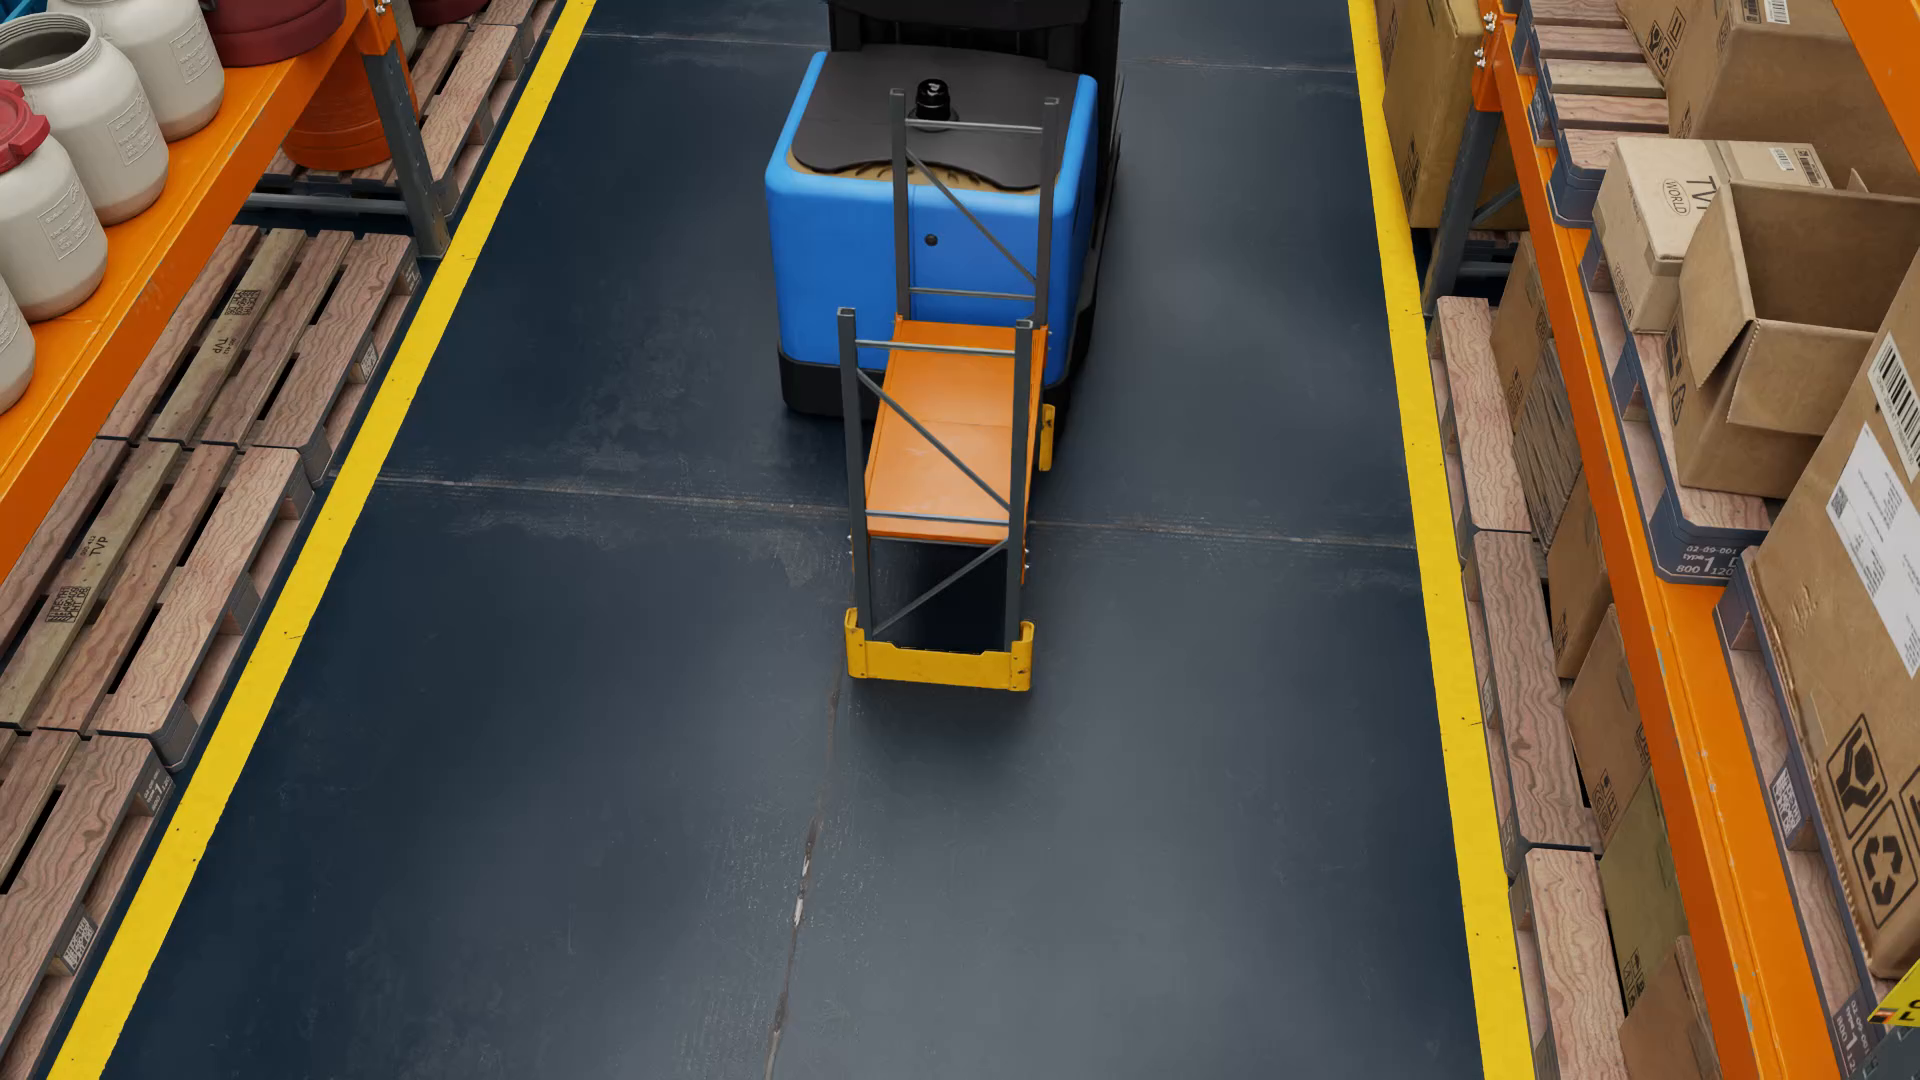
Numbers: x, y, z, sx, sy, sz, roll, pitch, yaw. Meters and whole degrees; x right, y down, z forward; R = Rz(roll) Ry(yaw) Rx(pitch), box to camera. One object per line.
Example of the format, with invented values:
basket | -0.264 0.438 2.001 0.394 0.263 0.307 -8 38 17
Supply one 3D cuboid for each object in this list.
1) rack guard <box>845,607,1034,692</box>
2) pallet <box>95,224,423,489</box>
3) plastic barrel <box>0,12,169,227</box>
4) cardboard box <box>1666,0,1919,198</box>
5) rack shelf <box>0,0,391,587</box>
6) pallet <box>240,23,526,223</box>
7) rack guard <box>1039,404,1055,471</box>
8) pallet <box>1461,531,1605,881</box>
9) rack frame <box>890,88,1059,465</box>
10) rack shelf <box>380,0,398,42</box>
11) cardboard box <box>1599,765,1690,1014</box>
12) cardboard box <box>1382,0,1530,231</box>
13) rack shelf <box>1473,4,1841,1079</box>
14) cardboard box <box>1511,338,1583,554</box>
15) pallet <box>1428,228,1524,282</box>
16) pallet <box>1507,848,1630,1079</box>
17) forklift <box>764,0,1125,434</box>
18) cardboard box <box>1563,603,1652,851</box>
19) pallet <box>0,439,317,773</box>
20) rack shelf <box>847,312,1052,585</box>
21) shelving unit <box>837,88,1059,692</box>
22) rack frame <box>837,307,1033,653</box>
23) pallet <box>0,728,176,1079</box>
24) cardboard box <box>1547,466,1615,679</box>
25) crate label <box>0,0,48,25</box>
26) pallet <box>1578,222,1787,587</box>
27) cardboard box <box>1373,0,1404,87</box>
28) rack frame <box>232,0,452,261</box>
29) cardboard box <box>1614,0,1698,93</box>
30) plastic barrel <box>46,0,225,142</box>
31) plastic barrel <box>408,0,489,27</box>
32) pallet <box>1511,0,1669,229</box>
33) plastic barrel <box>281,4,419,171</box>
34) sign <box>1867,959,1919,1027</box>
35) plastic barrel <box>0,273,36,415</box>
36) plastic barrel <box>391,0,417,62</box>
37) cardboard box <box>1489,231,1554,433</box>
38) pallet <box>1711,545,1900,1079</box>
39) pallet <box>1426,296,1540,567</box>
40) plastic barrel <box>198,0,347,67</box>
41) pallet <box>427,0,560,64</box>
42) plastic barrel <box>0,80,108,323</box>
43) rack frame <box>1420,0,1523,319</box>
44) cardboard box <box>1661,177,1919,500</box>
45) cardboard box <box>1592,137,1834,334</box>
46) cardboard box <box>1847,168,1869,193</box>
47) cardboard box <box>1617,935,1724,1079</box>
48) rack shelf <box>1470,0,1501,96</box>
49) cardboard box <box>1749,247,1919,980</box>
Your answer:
rack guard | -0.065 0.347 5.262 0.587 0.250 0.087 5 48 4
pallet | -2.715 -0.724 6.269 1.003 0.211 1.213 4 48 4
plastic barrel | -2.525 -1.190 4.730 0.421 0.512 0.421 0 48 0
cardboard box | 2.366 -1.258 4.515 0.700 0.500 0.500 10 48 9
rack shelf | -2.788 -0.519 4.680 1.077 0.370 4.000 4 48 4
pallet | -2.575 -1.873 7.320 1.003 0.211 1.213 4 48 4
rack guard | 0.039 -0.384 5.931 0.587 0.250 0.087 5 48 4
pallet | 2.140 0.510 5.140 1.003 0.211 1.213 4 48 4
rack frame | 0.041 -0.806 5.470 0.500 1.500 0.032 5 48 4
rack shelf | -2.423 -3.459 7.368 1.077 0.370 4.000 4 48 4
cardboard box | 2.102 0.937 4.256 0.700 0.500 0.500 4 48 3
cardboard box | 2.410 -1.829 6.545 1.225 0.875 0.875 2 48 2
rack shelf | 2.144 -0.186 4.375 1.077 0.370 4.000 4 48 4
cardboard box | 2.248 -0.301 5.389 0.700 0.500 0.500 0 48 0
pallet | 2.474 -1.532 7.008 1.003 0.211 1.213 4 48 4
pallet | 2.032 1.409 4.318 1.003 0.211 1.213 4 48 4
forklift | 0.091 -2.458 6.012 1.130 2.935 3.031 7 48 6
cardboard box | 2.152 0.526 4.632 0.700 0.500 0.500 0 48 0
pallet | -2.829 0.170 5.452 1.003 0.211 1.213 4 48 4
rack shelf | -0.013 -0.312 5.262 0.538 0.185 1.000 5 48 4
shelving unit | -0.011 -0.440 5.135 0.587 1.500 1.083 5 48 4
rack frame | -0.066 -0.060 4.788 0.500 1.500 0.032 5 48 4
pallet | -2.937 1.069 4.629 1.003 0.211 1.213 4 48 4
cardboard box | 2.203 0.116 5.007 0.700 0.500 0.500 7 48 7
crate label | -2.965 -1.532 5.094 0.502 0.435 0.616 4 48 4
pallet | 2.187 -0.377 4.192 1.003 0.211 1.213 4 48 4
cardboard box | 2.499 -2.484 7.144 1.225 0.875 0.875 4 48 4
rack frame | -2.606 -2.232 5.759 1.000 3.000 0.127 4 48 4
cardboard box | 2.317 -1.675 4.897 0.500 0.500 0.500 -1 48 -1
plastic barrel | -2.487 -1.499 5.013 0.421 0.512 0.421 0 48 0
plastic barrel | -2.475 -2.750 7.582 0.600 0.588 0.708 4 48 4
pallet | 2.368 -1.303 5.039 1.213 0.211 1.003 4 48 4
plastic barrel | -2.578 -2.002 6.734 0.600 0.830 0.708 4 48 4
sign | 1.409 0.615 2.370 0.100 0.325 0.005 4 48 4
plastic barrel | -2.598 -0.566 4.143 0.433 0.535 0.433 0 48 0
plastic barrel | -2.616 -2.316 7.236 0.421 0.512 0.421 0 48 0
cardboard box | 2.286 -0.710 5.762 0.700 0.500 0.500 2 48 1
pallet | 2.177 0.553 3.341 1.003 0.211 1.213 4 48 4
pallet | 2.254 -0.384 5.958 1.003 0.211 1.213 4 48 4
plastic barrel | -2.346 -1.916 5.378 0.600 0.536 0.708 4 48 4
pallet | -2.461 -2.767 8.138 1.003 0.211 1.213 4 48 4
plastic barrel | -2.558 -0.884 4.433 0.433 0.535 0.433 0 48 0
rack frame | 2.327 -1.899 5.454 1.000 3.000 0.127 4 48 4
cardboard box | 2.028 -0.416 3.743 0.797 0.503 0.637 8 48 8
cardboard box | 1.945 -0.774 4.242 0.500 0.250 0.500 3 48 2
cardboard box | 2.444 -0.752 4.211 0.396 0.266 0.258 3 48 2
cardboard box | 2.040 1.286 3.937 0.700 0.500 0.500 1 48 1
rack shelf | 2.509 -3.126 7.064 1.077 0.370 4.000 4 48 4
cardboard box | 2.174 0.122 2.915 1.000 1.000 1.000 4 48 4
